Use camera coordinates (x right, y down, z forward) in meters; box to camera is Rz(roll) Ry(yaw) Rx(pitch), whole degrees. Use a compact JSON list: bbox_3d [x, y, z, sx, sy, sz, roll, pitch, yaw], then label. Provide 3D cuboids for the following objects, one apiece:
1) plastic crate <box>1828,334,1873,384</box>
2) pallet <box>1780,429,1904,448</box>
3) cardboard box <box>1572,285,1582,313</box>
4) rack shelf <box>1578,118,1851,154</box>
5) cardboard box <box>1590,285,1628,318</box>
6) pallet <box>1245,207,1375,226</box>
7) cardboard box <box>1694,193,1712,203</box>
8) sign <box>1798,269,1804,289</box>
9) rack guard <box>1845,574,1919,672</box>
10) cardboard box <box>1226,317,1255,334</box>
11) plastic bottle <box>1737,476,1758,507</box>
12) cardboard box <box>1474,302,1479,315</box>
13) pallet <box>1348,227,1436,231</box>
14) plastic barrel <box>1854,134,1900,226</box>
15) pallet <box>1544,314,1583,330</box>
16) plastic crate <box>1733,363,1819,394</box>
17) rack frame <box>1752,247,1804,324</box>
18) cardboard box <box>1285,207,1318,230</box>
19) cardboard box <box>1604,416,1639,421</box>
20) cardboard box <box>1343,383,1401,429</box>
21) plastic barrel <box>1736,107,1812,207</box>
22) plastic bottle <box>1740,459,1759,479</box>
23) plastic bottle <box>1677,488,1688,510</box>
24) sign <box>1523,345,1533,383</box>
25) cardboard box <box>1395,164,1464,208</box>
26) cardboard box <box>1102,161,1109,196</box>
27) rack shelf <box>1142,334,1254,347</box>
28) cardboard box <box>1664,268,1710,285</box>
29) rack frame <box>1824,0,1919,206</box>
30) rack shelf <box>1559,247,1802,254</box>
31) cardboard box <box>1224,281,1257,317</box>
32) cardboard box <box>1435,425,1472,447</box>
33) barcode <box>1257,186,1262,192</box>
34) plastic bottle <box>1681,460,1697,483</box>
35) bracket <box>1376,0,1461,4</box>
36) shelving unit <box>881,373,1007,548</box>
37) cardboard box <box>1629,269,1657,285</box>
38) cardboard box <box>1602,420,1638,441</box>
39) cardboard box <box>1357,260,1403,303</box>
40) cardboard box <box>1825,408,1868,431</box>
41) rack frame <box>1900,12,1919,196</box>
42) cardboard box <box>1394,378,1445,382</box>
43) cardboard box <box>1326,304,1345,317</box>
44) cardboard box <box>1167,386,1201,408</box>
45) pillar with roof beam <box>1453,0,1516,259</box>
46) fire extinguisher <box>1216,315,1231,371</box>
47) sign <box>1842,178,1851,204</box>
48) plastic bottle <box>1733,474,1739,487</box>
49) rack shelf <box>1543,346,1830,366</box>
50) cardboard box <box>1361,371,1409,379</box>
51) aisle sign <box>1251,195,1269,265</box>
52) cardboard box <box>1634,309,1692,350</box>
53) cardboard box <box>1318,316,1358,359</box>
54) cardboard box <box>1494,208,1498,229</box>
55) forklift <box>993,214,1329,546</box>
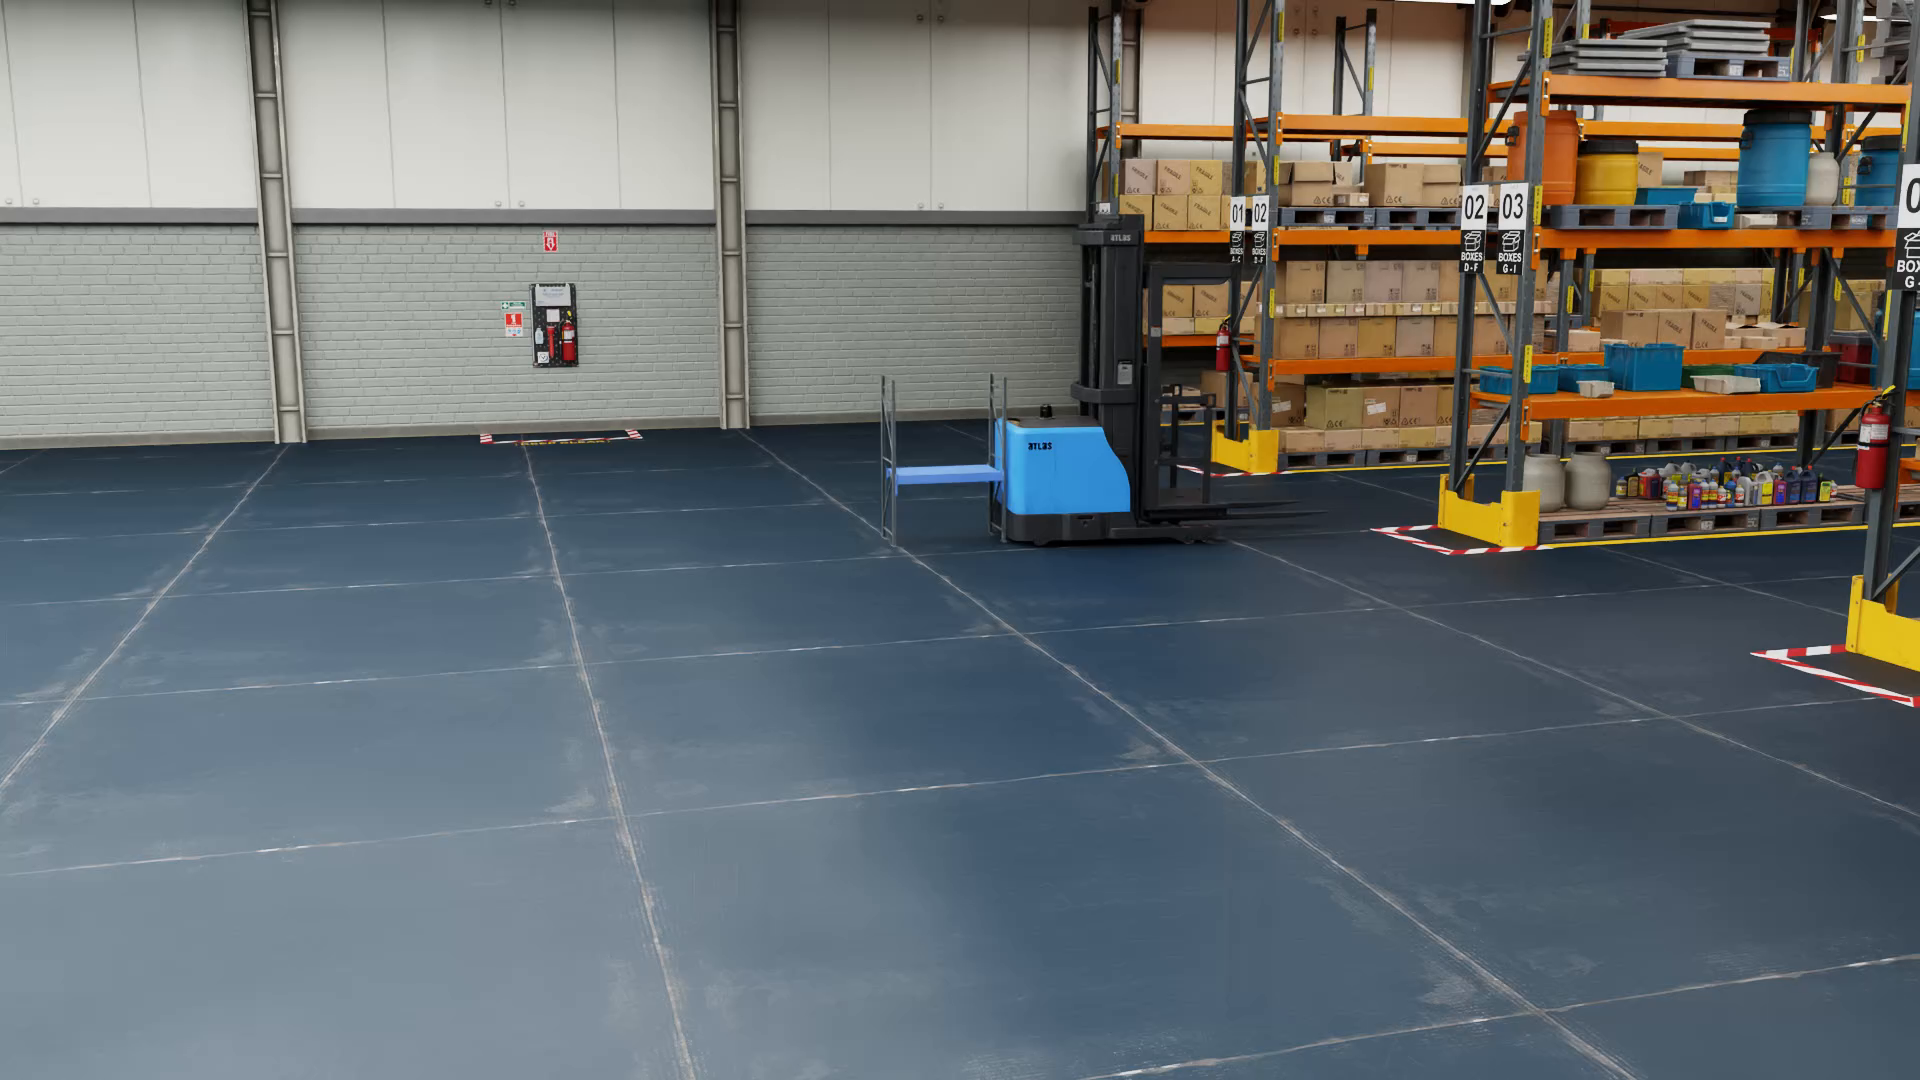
[{"bbox_3d":[9.053,-1.816,16.650,0.583,0.464,0.402,-3,11,-16],"label":"plastic crate"},{"bbox_3d":[11.861,-1.430,22.434,1.213,0.211,1.003,-3,11,-16],"label":"pallet"},{"bbox_3d":[10.125,-3.906,27.030,0.500,0.500,0.500,-3,11,-16],"label":"cardboard box"},{"bbox_3d":[9.213,-5.069,21.020,4.000,0.370,1.077,-3,11,-16],"label":"rack shelf"},{"bbox_3d":[10.283,-3.816,26.543,0.500,0.500,0.500,-3,11,-14],"label":"cardboard box"},{"bbox_3d":[4.138,-3.828,19.719,1.213,0.211,1.003,-3,11,-16],"label":"pallet"},{"bbox_3d":[9.145,-4.262,21.084,0.500,0.250,0.500,-4,11,-21],"label":"cardboard box"},{"bbox_3d":[13.747,-4.270,27.181,0.005,0.325,0.100,-3,11,-16],"label":"sign"},{"bbox_3d":[6.290,0.583,10.705,0.348,0.500,1.175,-3,11,-16],"label":"rack guard"},{"bbox_3d":[4.092,-3.210,24.763,0.500,0.250,0.500,-3,11,-15],"label":"cardboard box"},{"bbox_3d":[7.484,-0.467,15.809,0.135,0.276,0.152,-3,11,-15],"label":"plastic bottle"},{"bbox_3d":[6.114,-2.834,20.290,0.250,0.149,0.380,-3,11,-16],"label":"cardboard box"},{"bbox_3d":[6.527,-4.824,25.404,1.003,0.211,1.213,-3,11,-16],"label":"pallet"},{"bbox_3d":[9.101,-3.492,16.262,0.708,0.901,0.600,-3,11,-16],"label":"plastic barrel"},{"bbox_3d":[9.091,-3.482,26.409,1.003,0.211,1.213,-3,11,-16],"label":"pallet"},{"bbox_3d":[7.687,-1.530,15.687,0.616,0.251,0.499,-3,11,-16],"label":"plastic crate"},{"bbox_3d":[13.586,-3.833,27.788,0.127,3.000,1.000,-3,11,-16],"label":"rack frame"},{"bbox_3d":[5.000,-4.871,24.807,0.500,0.500,0.500,-4,11,-21],"label":"cardboard box"},{"bbox_3d":[8.241,-1.700,21.084,0.500,0.311,0.500,-3,11,-17],"label":"cardboard box"},{"bbox_3d":[4.985,-1.630,20.182,0.500,0.500,0.500,-3,11,-16],"label":"cardboard box"},{"bbox_3d":[7.688,-3.603,15.707,0.708,0.901,0.600,-3,11,-16],"label":"plastic barrel"},{"bbox_3d":[7.823,-0.626,16.468,0.185,0.351,0.144,-3,11,-16],"label":"plastic bottle"},{"bbox_3d":[6.760,-0.387,15.581,0.097,0.201,0.097,0,10,0],"label":"plastic bottle"},{"bbox_3d":[4.982,-1.544,14.589,0.005,0.325,0.100,-3,11,-16],"label":"sign"},{"bbox_3d":[5.676,-4.308,20.247,0.637,0.503,0.797,-2,11,-10],"label":"cardboard box"},{"bbox_3d":[2.405,-5.319,24.482,0.500,0.500,0.500,-3,11,-13],"label":"cardboard box"},{"bbox_3d":[3.984,-2.974,25.104,4.000,0.370,1.077,-3,11,-16],"label":"rack shelf"},{"bbox_3d":[11.736,-4.263,26.900,0.500,0.250,0.500,-3,11,-17],"label":"cardboard box"},{"bbox_3d":[8.673,-4.657,15.691,0.127,3.000,1.000,-3,11,-16],"label":"rack frame"},{"bbox_3d":[11.665,-4.854,27.032,4.000,0.370,1.077,-3,11,-16],"label":"rack shelf"},{"bbox_3d":[4.074,-3.579,24.696,0.500,0.500,0.500,-3,11,-14],"label":"cardboard box"},{"bbox_3d":[5.950,-1.309,20.510,0.500,0.250,0.500,-3,11,-16],"label":"cardboard box"},{"bbox_3d":[3.607,-4.225,20.027,0.075,0.075,0.001,-3,11,-16],"label":"barcode"},{"bbox_3d":[7.193,-0.620,16.435,0.185,0.351,0.144,-3,11,-16],"label":"plastic bottle"},{"bbox_3d":[5.466,-8.222,25.117,4.783,0.066,0.076,-3,11,-16],"label":"bracket"},{"bbox_3d":[-0.150,-0.734,15.093,1.048,1.500,0.538,-3,11,-14],"label":"shelving unit"},{"bbox_3d":[10.769,-4.211,26.613,0.500,0.250,0.500,-3,11,-17],"label":"cardboard box"},{"bbox_3d":[8.240,-1.425,21.140,0.500,0.250,0.500,-3,11,-15],"label":"cardboard box"},{"bbox_3d":[4.942,-3.130,20.106,0.500,0.500,0.700,-3,11,-16],"label":"cardboard box"},{"bbox_3d":[11.650,-1.730,22.054,0.500,0.500,0.500,-3,11,-14],"label":"cardboard box"},{"bbox_3d":[6.217,-3.593,9.914,0.127,3.000,1.000,-3,11,-16],"label":"rack frame"},{"bbox_3d":[5.800,-1.771,20.949,0.500,0.500,0.500,-3,11,-16],"label":"cardboard box"},{"bbox_3d":[4.382,-2.742,19.792,0.250,0.149,0.380,-3,11,-16],"label":"cardboard box"},{"bbox_3d":[3.301,-2.168,24.955,0.500,0.311,0.500,-2,11,-11],"label":"cardboard box"},{"bbox_3d":[9.458,-5.918,22.540,0.548,9.000,9.100,-3,11,-16],"label":"pillar with roof beam"},{"bbox_3d":[3.209,-2.402,20.226,0.183,0.674,0.296,-3,11,-16],"label":"fire extinguisher"},{"bbox_3d":[11.280,-4.442,21.160,0.005,0.325,0.100,-3,11,-16],"label":"sign"},{"bbox_3d":[7.454,-0.489,15.909,0.133,0.283,0.061,-3,11,-16],"label":"plastic bottle"},{"bbox_3d":[9.213,-2.315,21.527,4.000,0.370,1.077,-3,11,-16],"label":"rack shelf"},{"bbox_3d":[6.606,-2.456,25.994,0.500,0.500,0.700,-3,11,-14],"label":"cardboard box"},{"bbox_3d":[3.475,-3.587,19.270,0.004,0.787,0.394,-3,11,-16],"label":"aisle sign"},{"bbox_3d":[9.021,-2.705,21.382,0.500,0.500,0.500,-3,11,-16],"label":"cardboard box"},{"bbox_3d":[4.407,-2.463,20.069,0.500,0.500,0.700,-3,11,-14],"label":"cardboard box"},{"bbox_3d":[8.474,-5.117,26.137,0.637,0.503,0.797,-1,11,-8],"label":"cardboard box"},{"bbox_3d":[1.881,-1.497,15.286,3.031,2.935,1.130,-2,11,-10],"label":"forklift"}]
